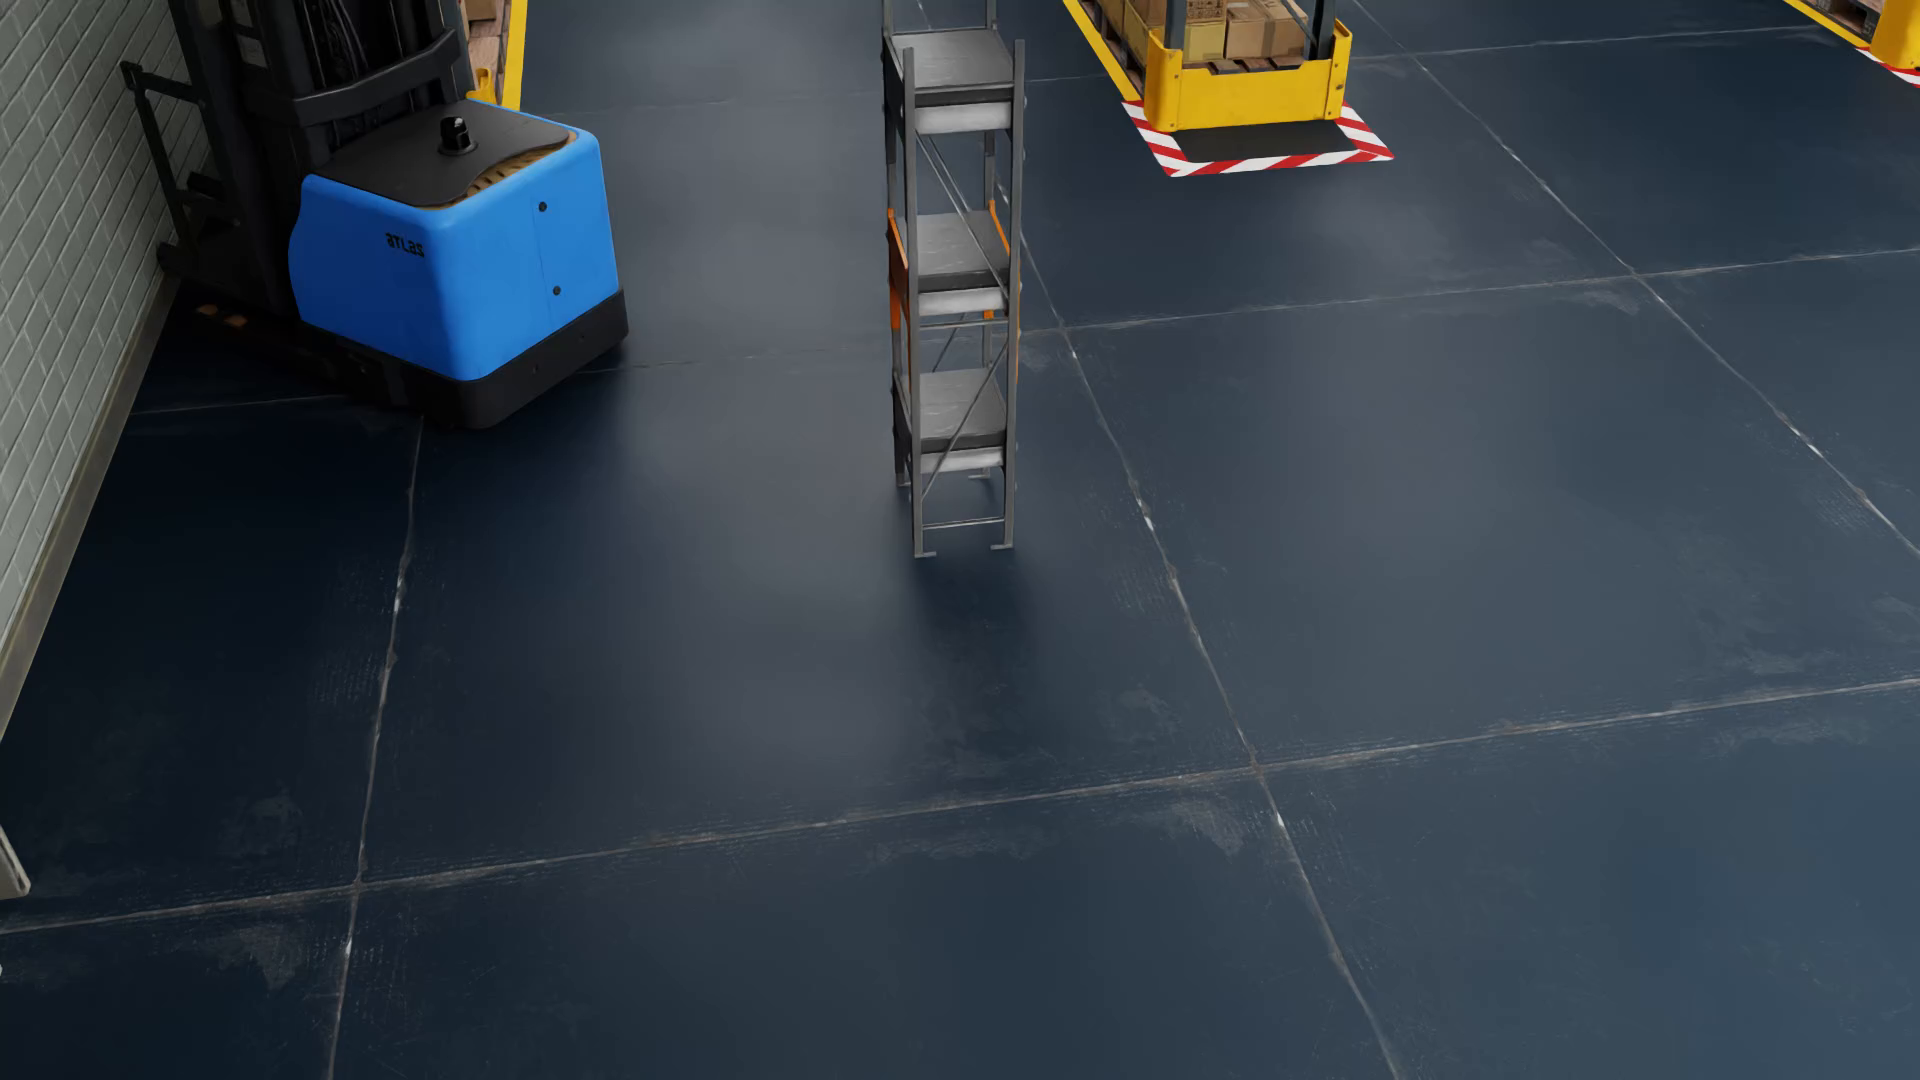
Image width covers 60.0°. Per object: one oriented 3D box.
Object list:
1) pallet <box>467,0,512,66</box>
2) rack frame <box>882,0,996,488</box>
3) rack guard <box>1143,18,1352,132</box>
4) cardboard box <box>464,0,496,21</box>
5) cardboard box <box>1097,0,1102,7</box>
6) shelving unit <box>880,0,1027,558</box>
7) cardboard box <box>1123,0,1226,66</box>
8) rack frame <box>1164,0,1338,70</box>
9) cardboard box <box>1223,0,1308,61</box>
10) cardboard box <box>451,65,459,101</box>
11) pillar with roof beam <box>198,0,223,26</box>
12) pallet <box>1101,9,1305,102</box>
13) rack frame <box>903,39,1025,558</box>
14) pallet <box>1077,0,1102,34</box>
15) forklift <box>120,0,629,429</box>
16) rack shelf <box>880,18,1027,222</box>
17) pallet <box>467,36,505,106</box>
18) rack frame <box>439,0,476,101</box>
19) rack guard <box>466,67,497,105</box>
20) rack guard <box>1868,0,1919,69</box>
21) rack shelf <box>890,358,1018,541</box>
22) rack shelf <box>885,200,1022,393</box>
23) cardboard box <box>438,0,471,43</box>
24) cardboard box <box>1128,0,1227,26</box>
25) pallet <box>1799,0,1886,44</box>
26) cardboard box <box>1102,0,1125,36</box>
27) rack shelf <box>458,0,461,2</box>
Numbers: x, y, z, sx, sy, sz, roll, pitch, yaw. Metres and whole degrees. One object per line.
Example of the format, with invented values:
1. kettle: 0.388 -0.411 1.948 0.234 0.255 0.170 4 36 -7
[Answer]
1. pallet: -3.506 -3.420 10.980 1.003 0.211 1.213 -6 38 -8
2. rack frame: -0.072 -1.077 6.424 0.400 2.100 0.015 -6 38 -8
3. rack guard: 1.706 -2.778 9.919 1.175 0.500 0.348 -6 38 -8
4. cardboard box: -3.386 -3.652 10.685 0.700 0.500 0.500 -9 39 -11
5. cardboard box: 1.128 -3.755 11.037 0.500 0.250 0.500 -6 38 -8
6. shelving unit: -0.029 -0.929 6.235 0.431 2.100 0.503 -6 38 -8
7. cardboard box: 1.317 -3.152 10.261 0.500 0.250 0.500 -6 38 -8
8. rack frame: 1.702 -3.780 9.171 1.000 3.000 0.127 -6 38 -8
9. cardboard box: 1.827 -3.208 10.333 0.500 0.250 0.500 -6 38 -8
10. cardboard box: -3.207 -2.785 9.722 0.500 0.311 0.500 -10 39 -13
11. pillar with roof beam: 0.090 -6.407 7.662 9.100 9.000 0.400 -6 38 -8
12. pallet: 1.527 -3.136 10.615 1.003 0.211 1.213 -6 38 -8
13. rack frame: 0.014 -0.782 6.045 0.400 2.100 0.015 -6 38 -8
14. pallet: 1.316 -3.872 11.561 1.003 0.211 1.213 -6 38 -8
15. forklift: -3.100 -2.316 7.343 3.031 2.935 1.130 20 42 24
16. rack shelf: -0.029 -1.471 5.813 0.431 0.518 0.480 -6 38 -8
17. pallet: -3.295 -2.684 10.033 1.003 0.211 1.213 -6 38 -8
18. rack frame: -3.174 -3.245 8.482 1.000 3.000 0.127 -6 38 -8
19. rack guard: -3.187 -2.304 9.308 1.175 0.500 0.348 -6 38 -8
20. rack guard: 6.520 -3.364 10.673 1.175 0.500 0.348 -6 38 -8
21. rack shelf: -0.029 -0.366 6.672 0.431 0.518 0.480 -6 38 -8
22. rack shelf: -0.029 -0.918 6.243 0.431 0.518 0.480 -6 38 -8
23. cardboard box: -3.307 -3.129 10.165 0.500 0.311 0.500 -3 38 -4
24. cardboard box: 1.315 -3.448 10.031 0.500 0.500 0.500 -6 38 -8
25. pallet: 6.383 -3.741 11.394 1.003 0.211 1.213 -6 38 -8
26. cardboard box: 1.218 -3.453 10.648 0.500 0.250 0.500 -6 38 -8
27. rack shelf: -3.525 -4.169 10.258 1.077 0.370 4.000 -6 38 -8
